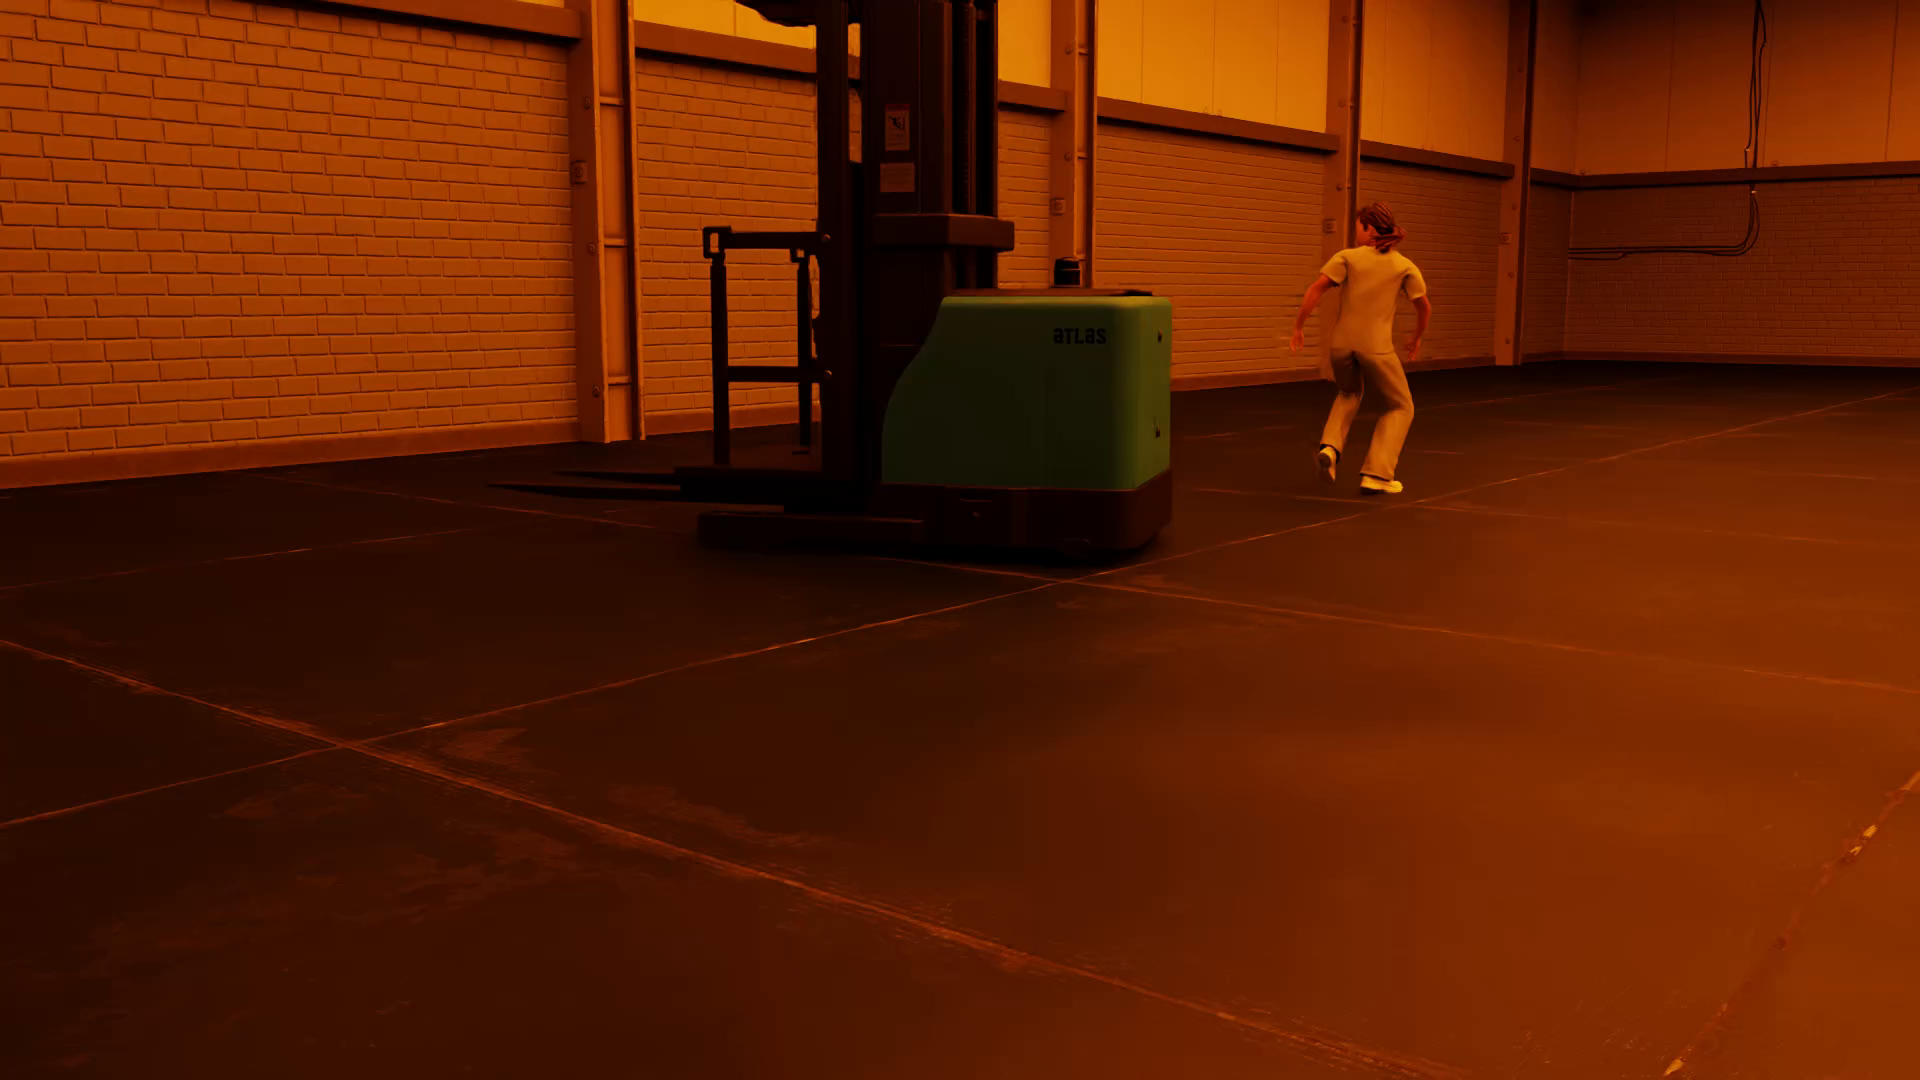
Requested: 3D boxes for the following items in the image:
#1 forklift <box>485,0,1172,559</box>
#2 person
[{"bbox_3d":[-0.622,-1.468,7.313,3.031,2.935,1.130,2,9,16],"label":"forklift"},{"bbox_3d":[2.236,-1.062,9.211,0.666,1.587,0.601,5,10,30],"label":"person"}]
